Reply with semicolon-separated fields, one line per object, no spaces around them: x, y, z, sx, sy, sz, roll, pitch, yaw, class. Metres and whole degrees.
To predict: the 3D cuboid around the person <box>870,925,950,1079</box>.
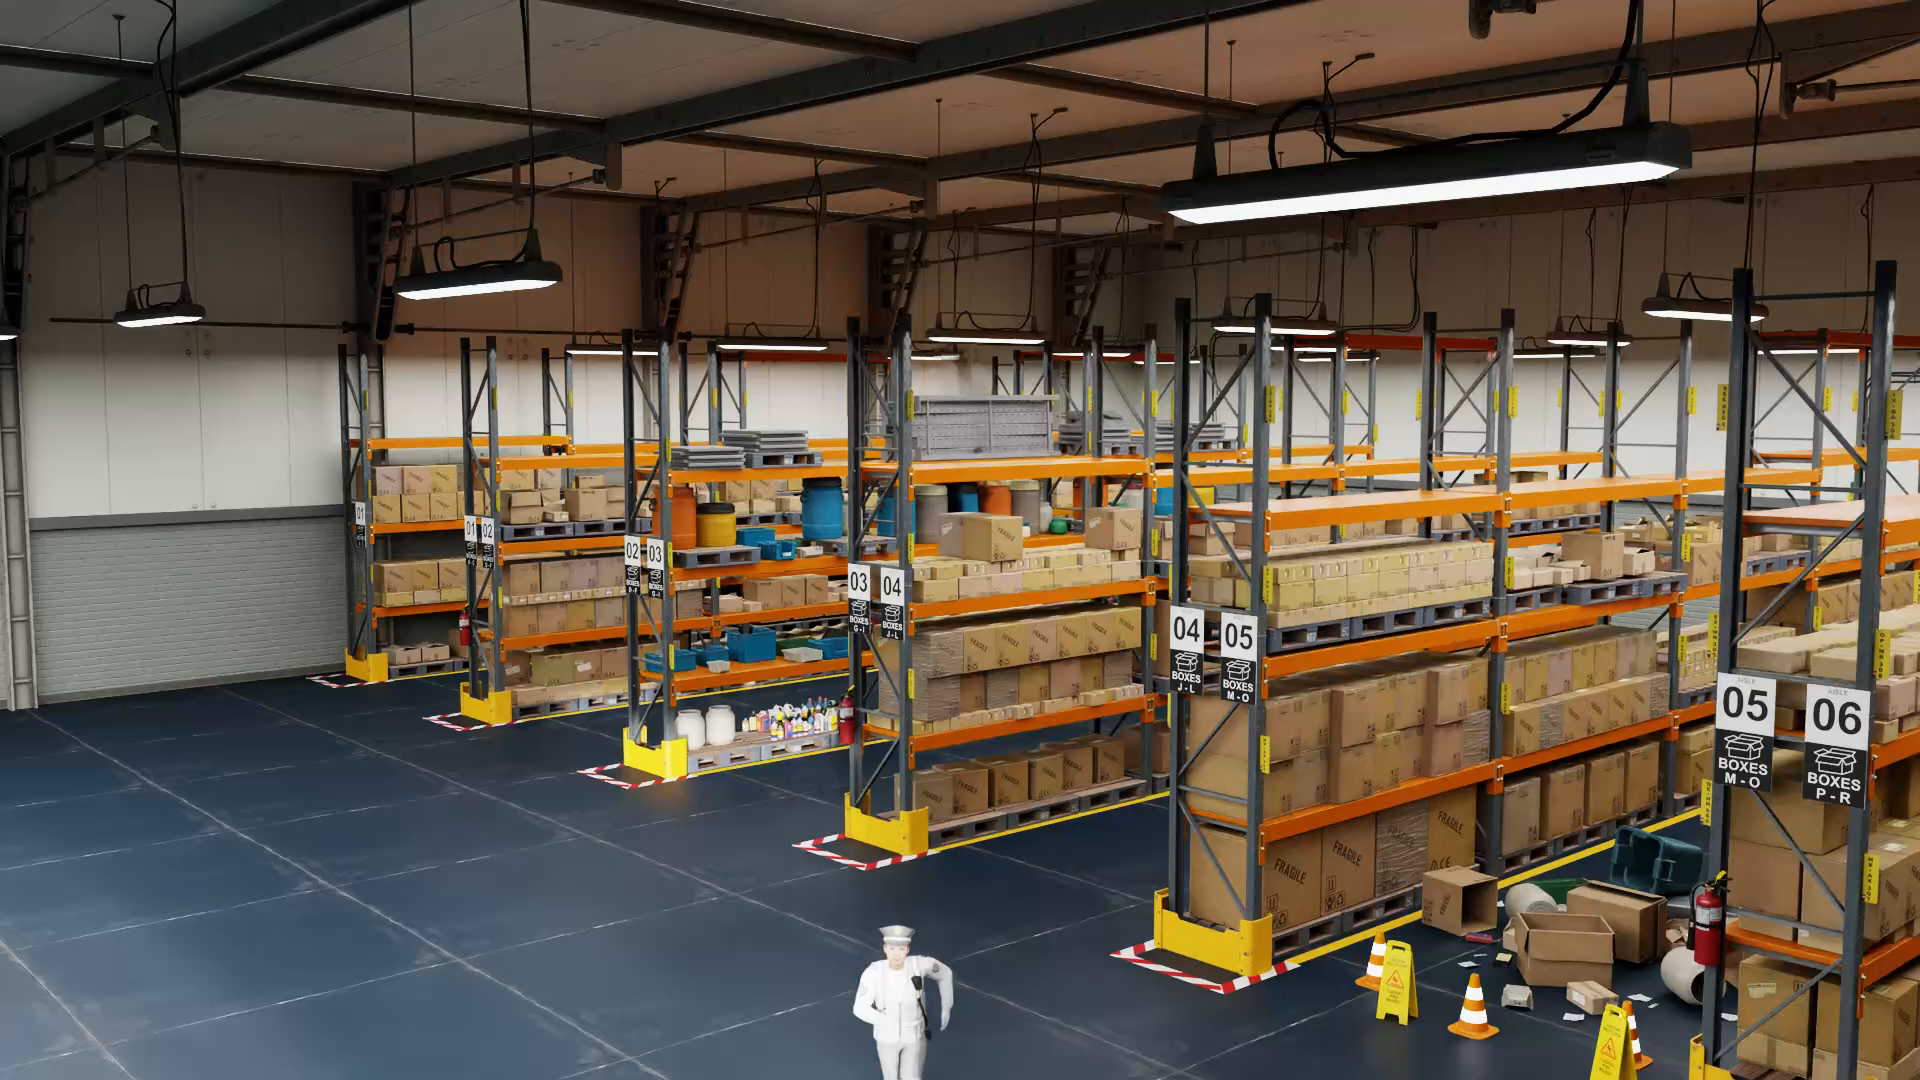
-0.335;3.338;11.060;0.527;1.694;0.801;0;5;3;person
